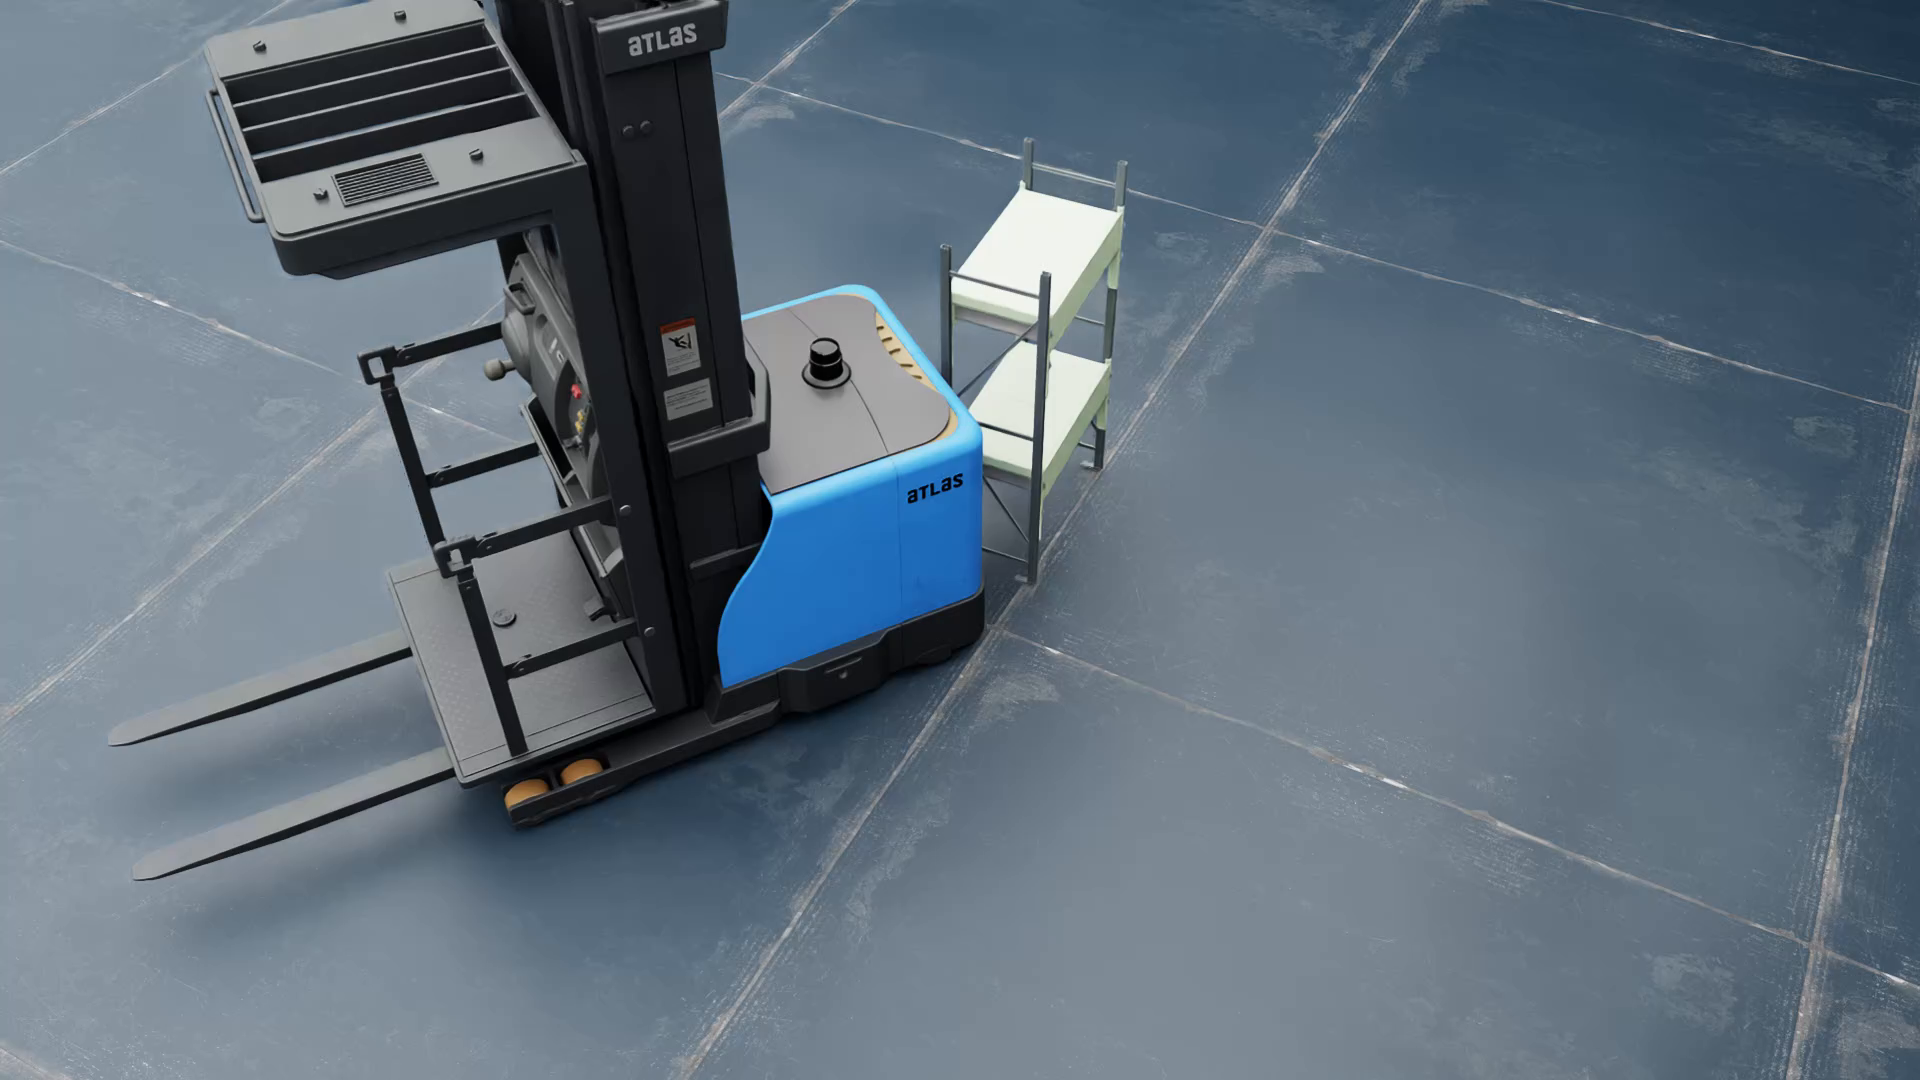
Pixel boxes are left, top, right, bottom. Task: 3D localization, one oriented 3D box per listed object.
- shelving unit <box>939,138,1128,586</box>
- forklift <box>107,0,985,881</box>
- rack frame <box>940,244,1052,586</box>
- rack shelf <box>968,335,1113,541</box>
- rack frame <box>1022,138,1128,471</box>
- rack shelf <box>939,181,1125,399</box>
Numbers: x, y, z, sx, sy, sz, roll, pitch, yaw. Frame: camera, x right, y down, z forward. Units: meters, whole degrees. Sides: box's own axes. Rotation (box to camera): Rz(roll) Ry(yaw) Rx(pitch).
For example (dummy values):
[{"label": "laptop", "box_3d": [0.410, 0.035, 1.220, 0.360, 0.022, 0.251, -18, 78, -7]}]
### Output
[{"label": "shelving unit", "box_3d": [0.268, -0.647, 6.335, 0.431, 1.500, 0.755, 18, 48, 17]}, {"label": "forklift", "box_3d": [-1.459, -0.473, 5.157, 3.031, 2.935, 1.130, -20, 49, -18]}, {"label": "rack frame", "box_3d": [0.118, -0.410, 6.101, 0.400, 1.500, 0.023, 18, 48, 17]}, {"label": "rack shelf", "box_3d": [0.268, -0.418, 6.567, 0.431, 0.370, 0.720, 18, 48, 17]}, {"label": "rack frame", "box_3d": [0.419, -0.885, 6.570, 0.400, 1.500, 0.023, 18, 48, 17]}, {"label": "rack shelf", "box_3d": [0.268, -0.922, 6.058, 0.431, 0.370, 0.720, 18, 48, 17]}]
